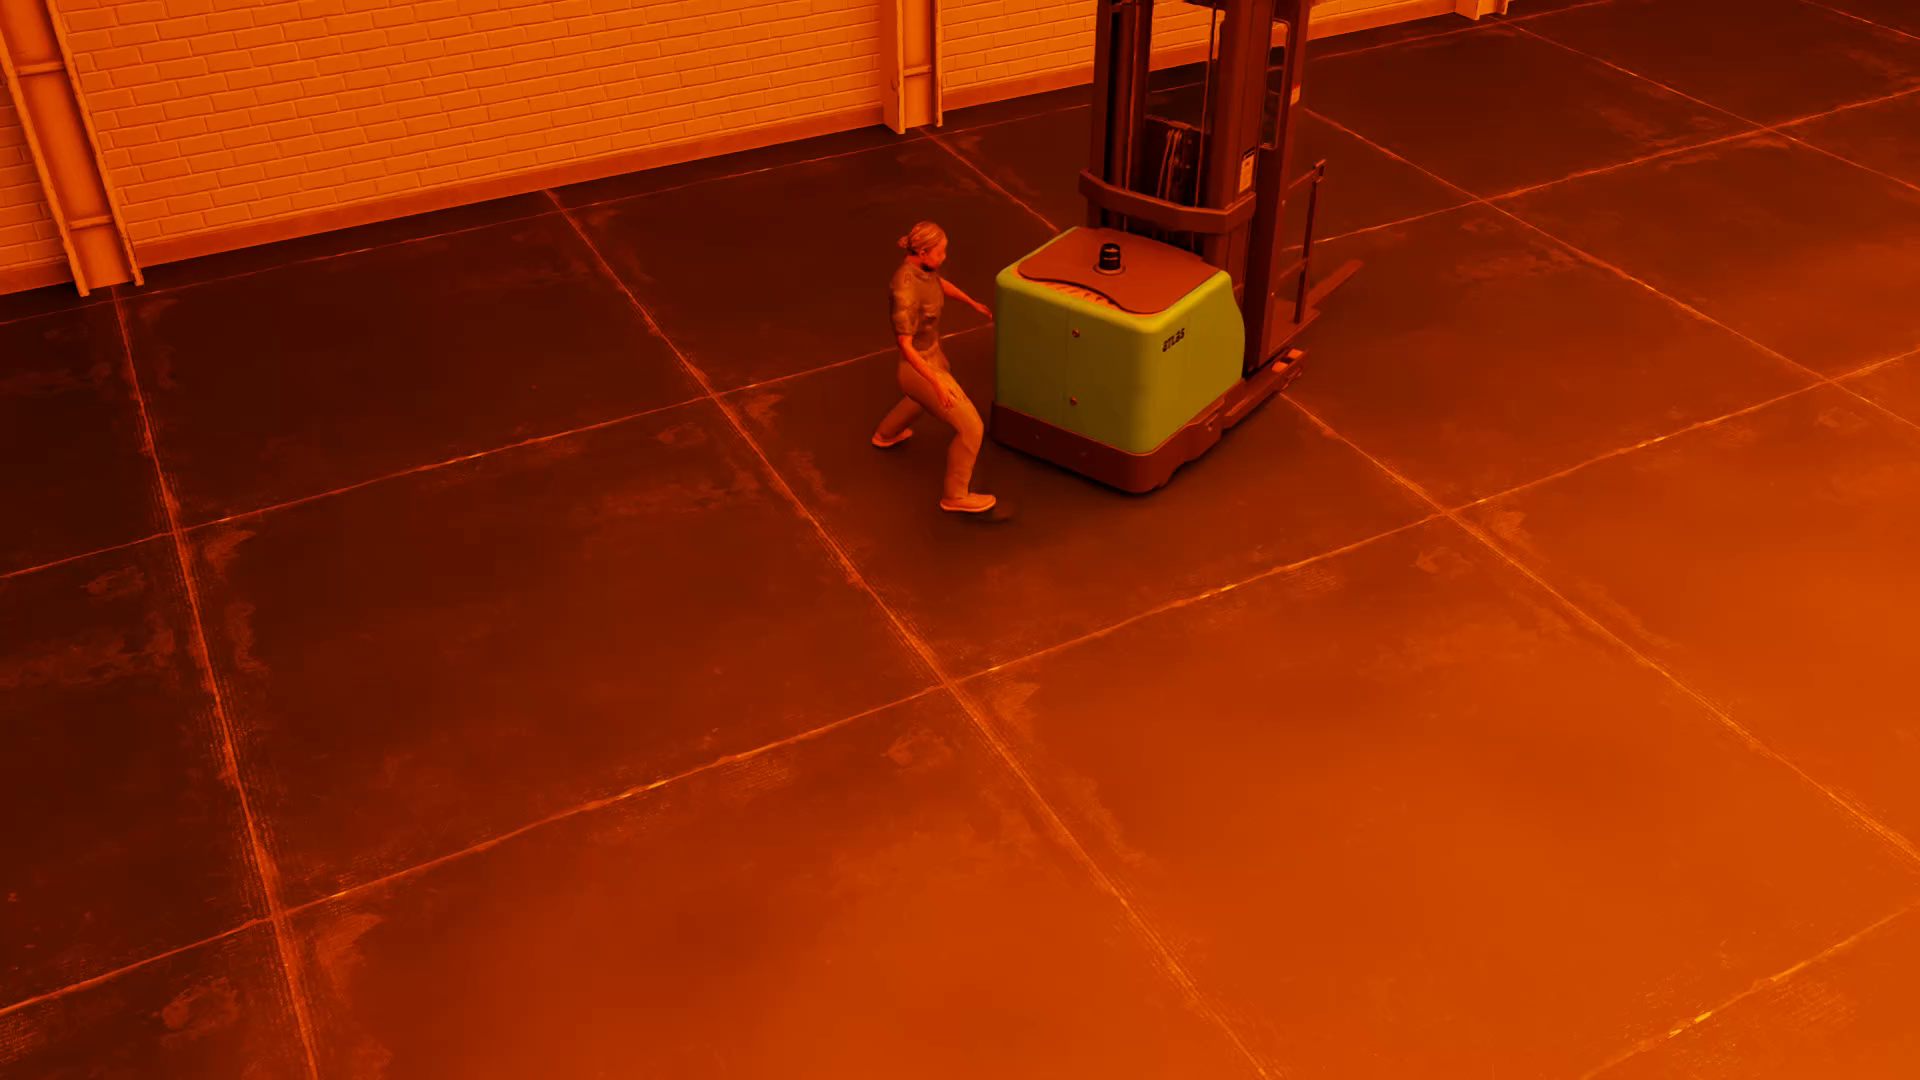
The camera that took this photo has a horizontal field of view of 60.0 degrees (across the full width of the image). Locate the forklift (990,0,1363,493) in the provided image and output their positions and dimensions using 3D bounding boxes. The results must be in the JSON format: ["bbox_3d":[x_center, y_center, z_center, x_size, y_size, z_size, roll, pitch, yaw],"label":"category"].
[{"bbox_3d":[1.456,-2.245,9.298,1.130,2.935,3.031,23,41,29],"label":"forklift"}]

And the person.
[{"bbox_3d":[-0.142,-0.972,8.779,0.784,1.530,0.906,5,36,7],"label":"person"}]
